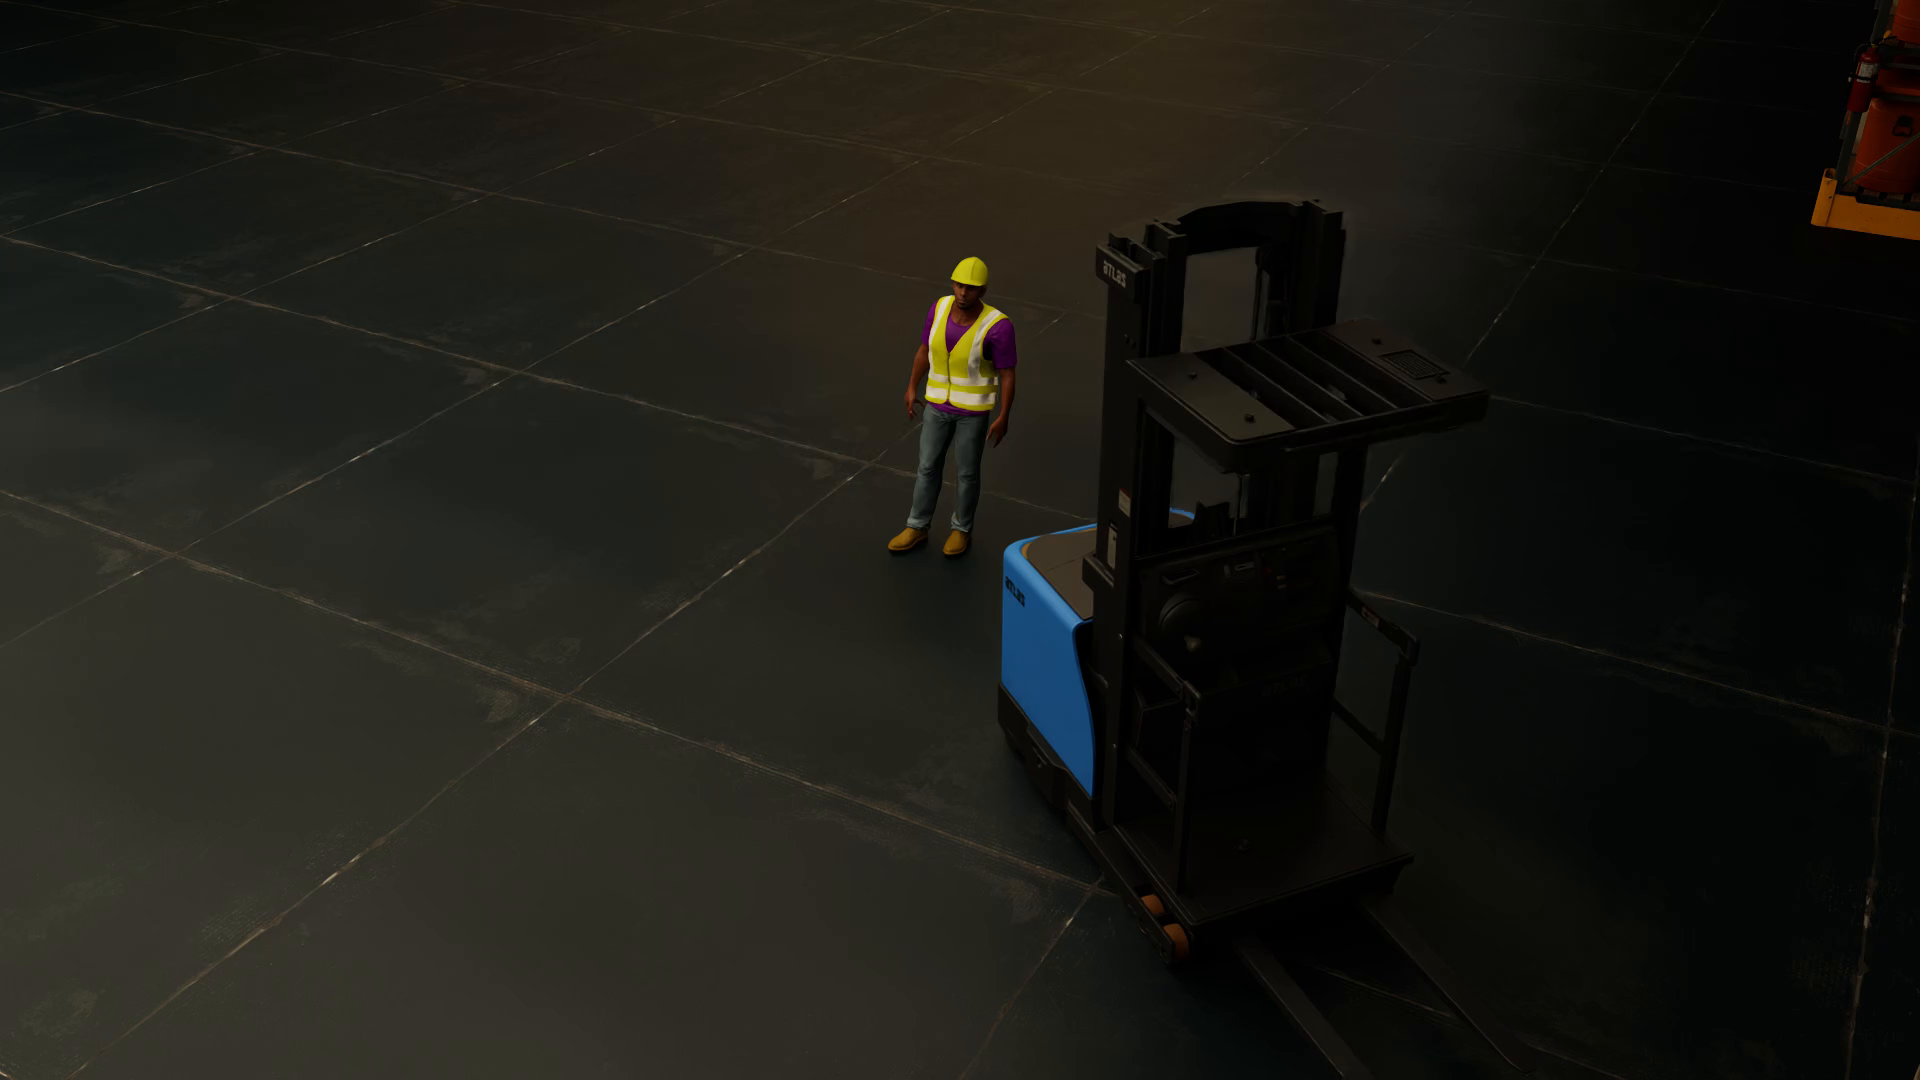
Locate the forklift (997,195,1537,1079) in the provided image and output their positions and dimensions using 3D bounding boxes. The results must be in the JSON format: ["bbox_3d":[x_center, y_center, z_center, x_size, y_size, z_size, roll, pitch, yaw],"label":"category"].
[{"bbox_3d":[1.235,0.254,6.631,1.130,2.935,3.031,-12,32,-20],"label":"forklift"}]

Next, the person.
[{"bbox_3d":[-0.038,-0.741,9.507,0.666,1.768,0.575,15,33,25],"label":"person"}]
